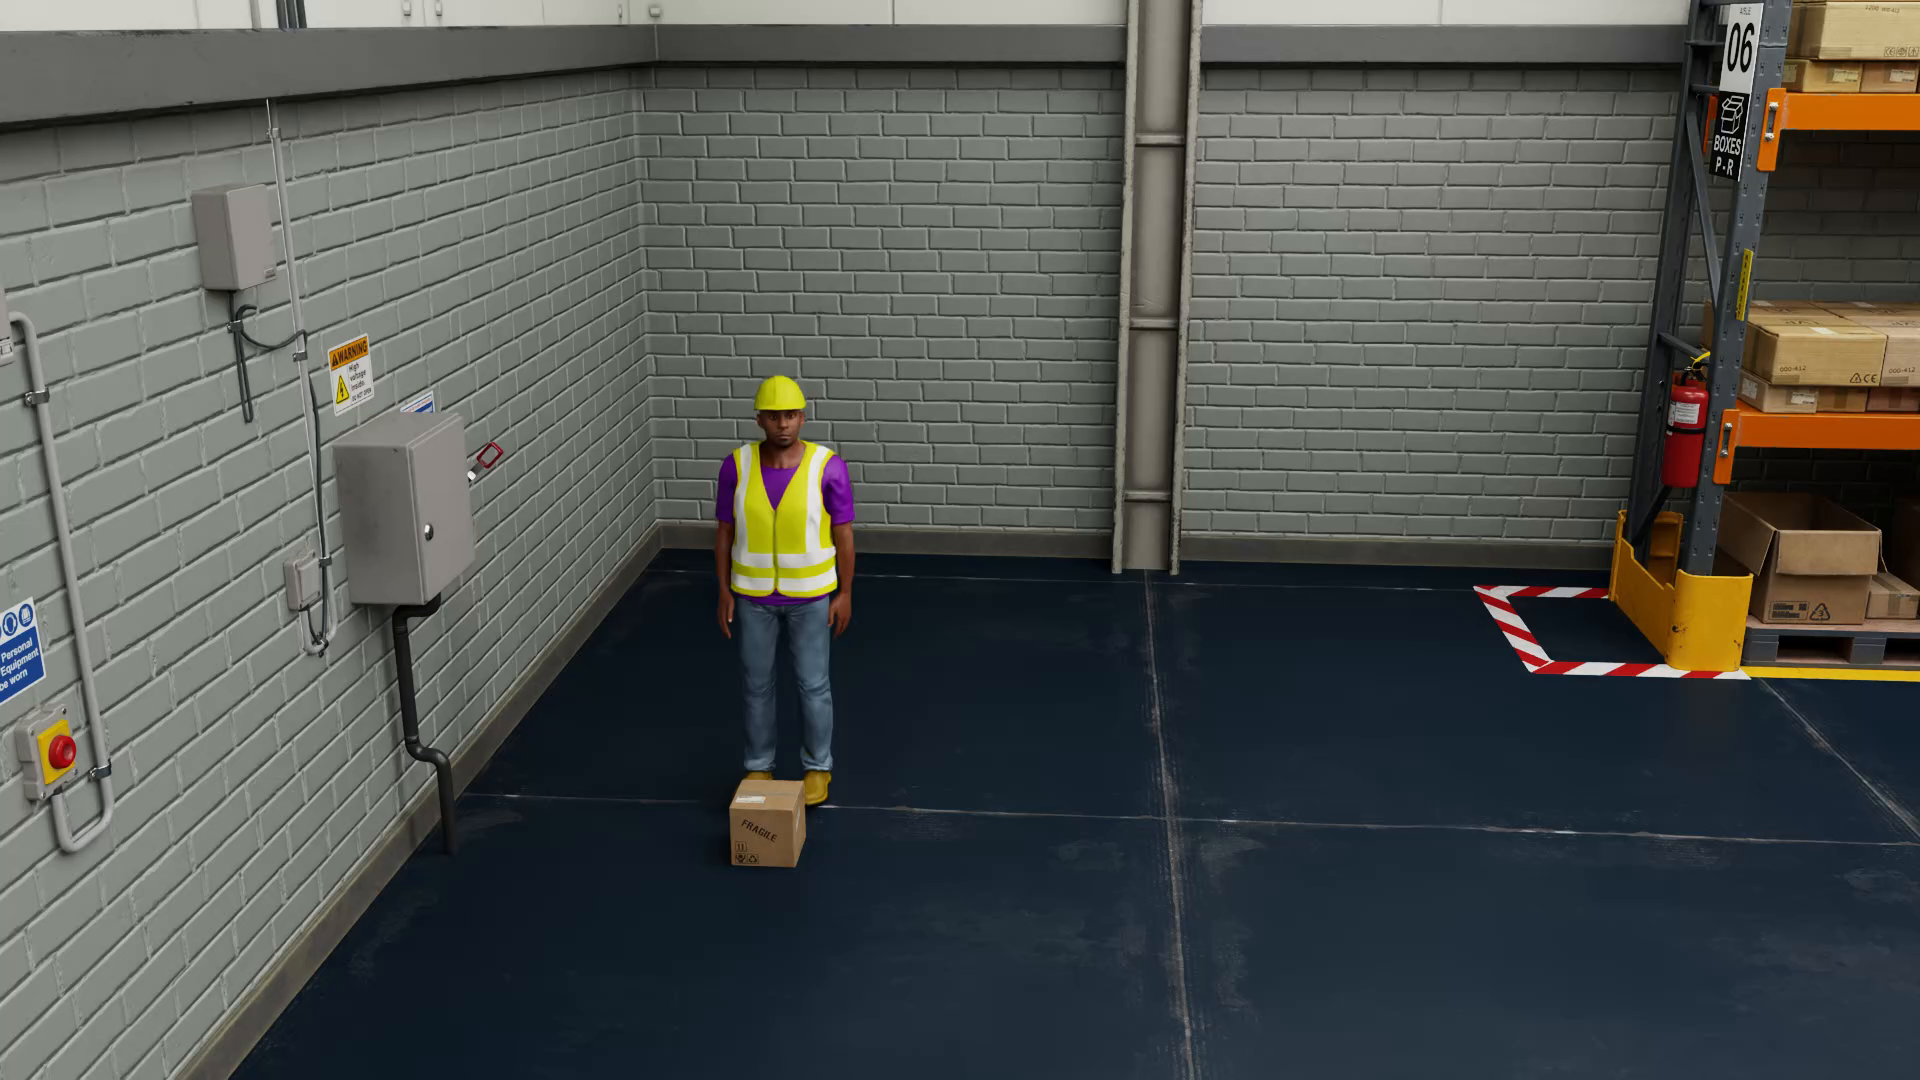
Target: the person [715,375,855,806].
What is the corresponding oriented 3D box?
[{"bbox_3d":[-0.711,0.215,6.737,0.564,1.767,0.391,1,17,4],"label":"person"}]
